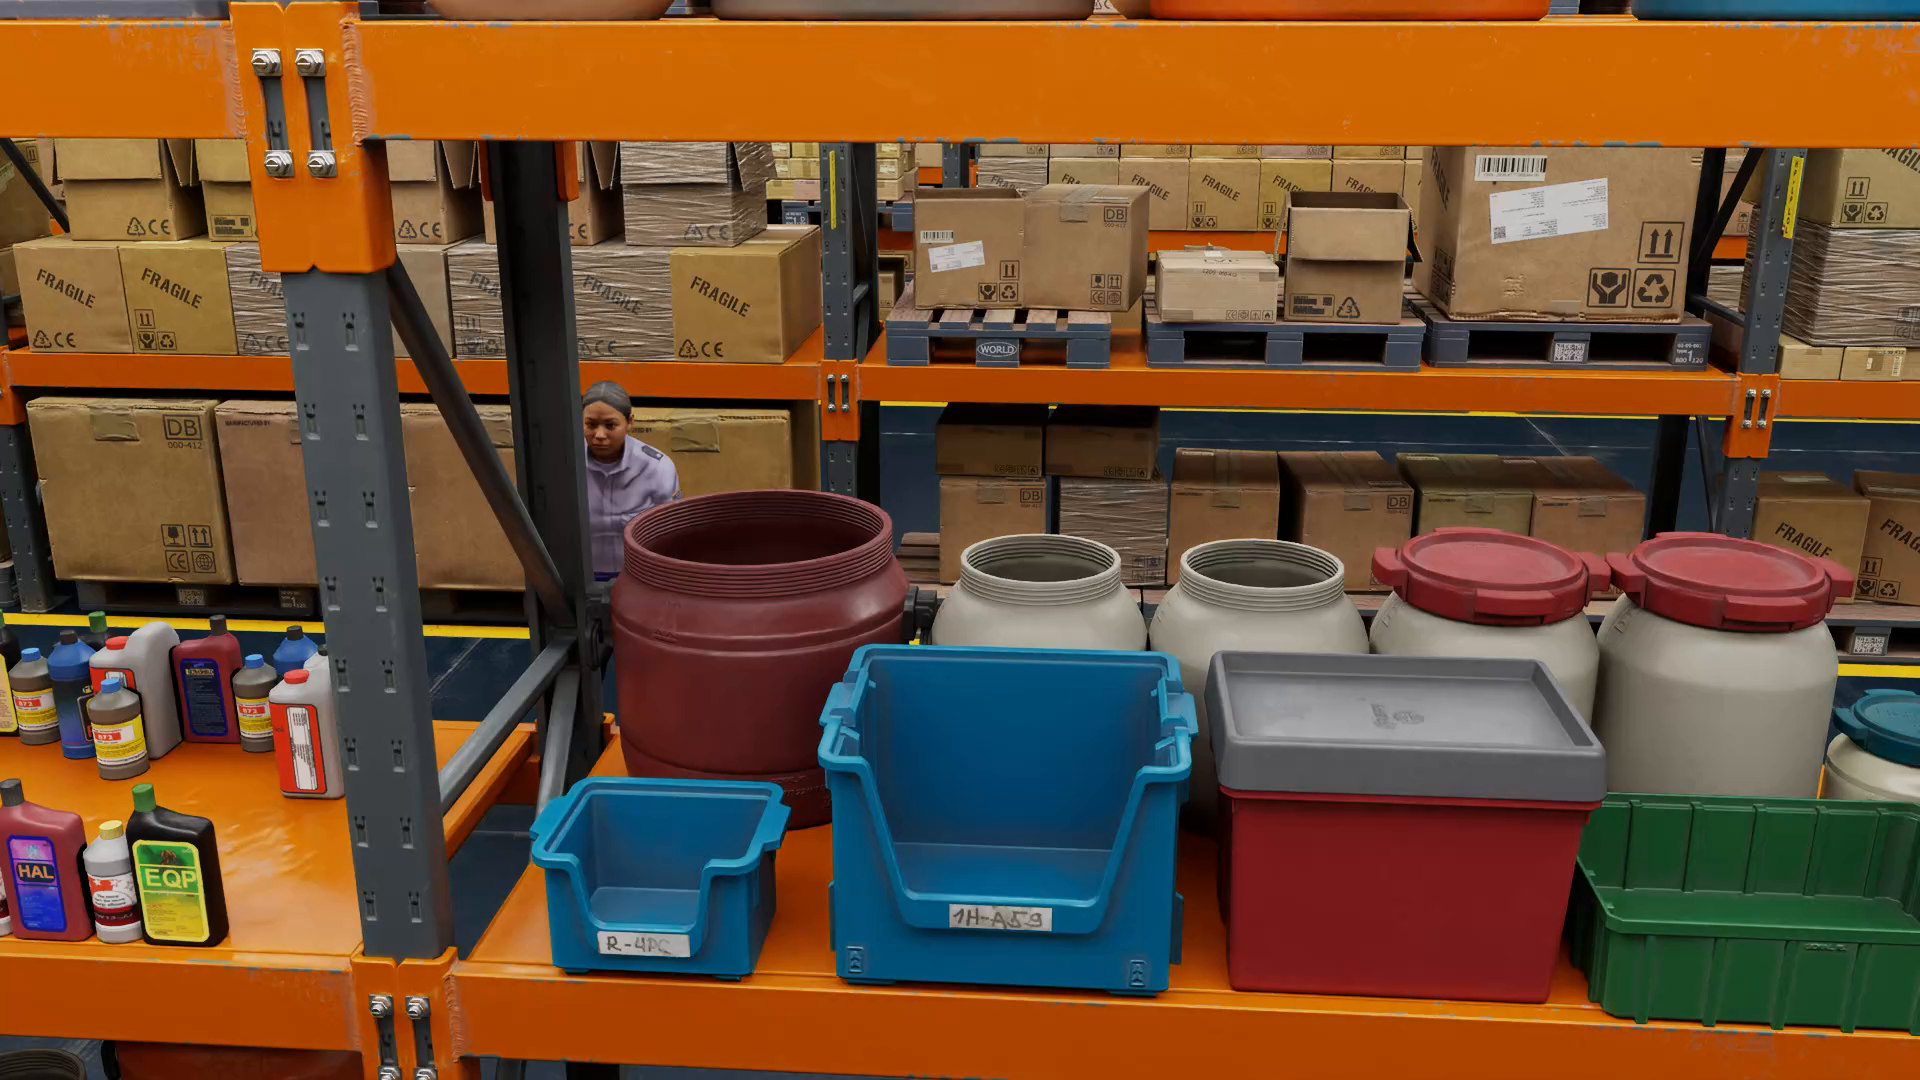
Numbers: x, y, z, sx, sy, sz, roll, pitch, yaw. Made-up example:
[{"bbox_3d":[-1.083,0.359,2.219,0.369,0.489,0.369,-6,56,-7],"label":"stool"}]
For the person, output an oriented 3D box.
[{"bbox_3d":[-1.207,0.241,5.803,0.563,1.653,0.369,0,18,1],"label":"person"}]
